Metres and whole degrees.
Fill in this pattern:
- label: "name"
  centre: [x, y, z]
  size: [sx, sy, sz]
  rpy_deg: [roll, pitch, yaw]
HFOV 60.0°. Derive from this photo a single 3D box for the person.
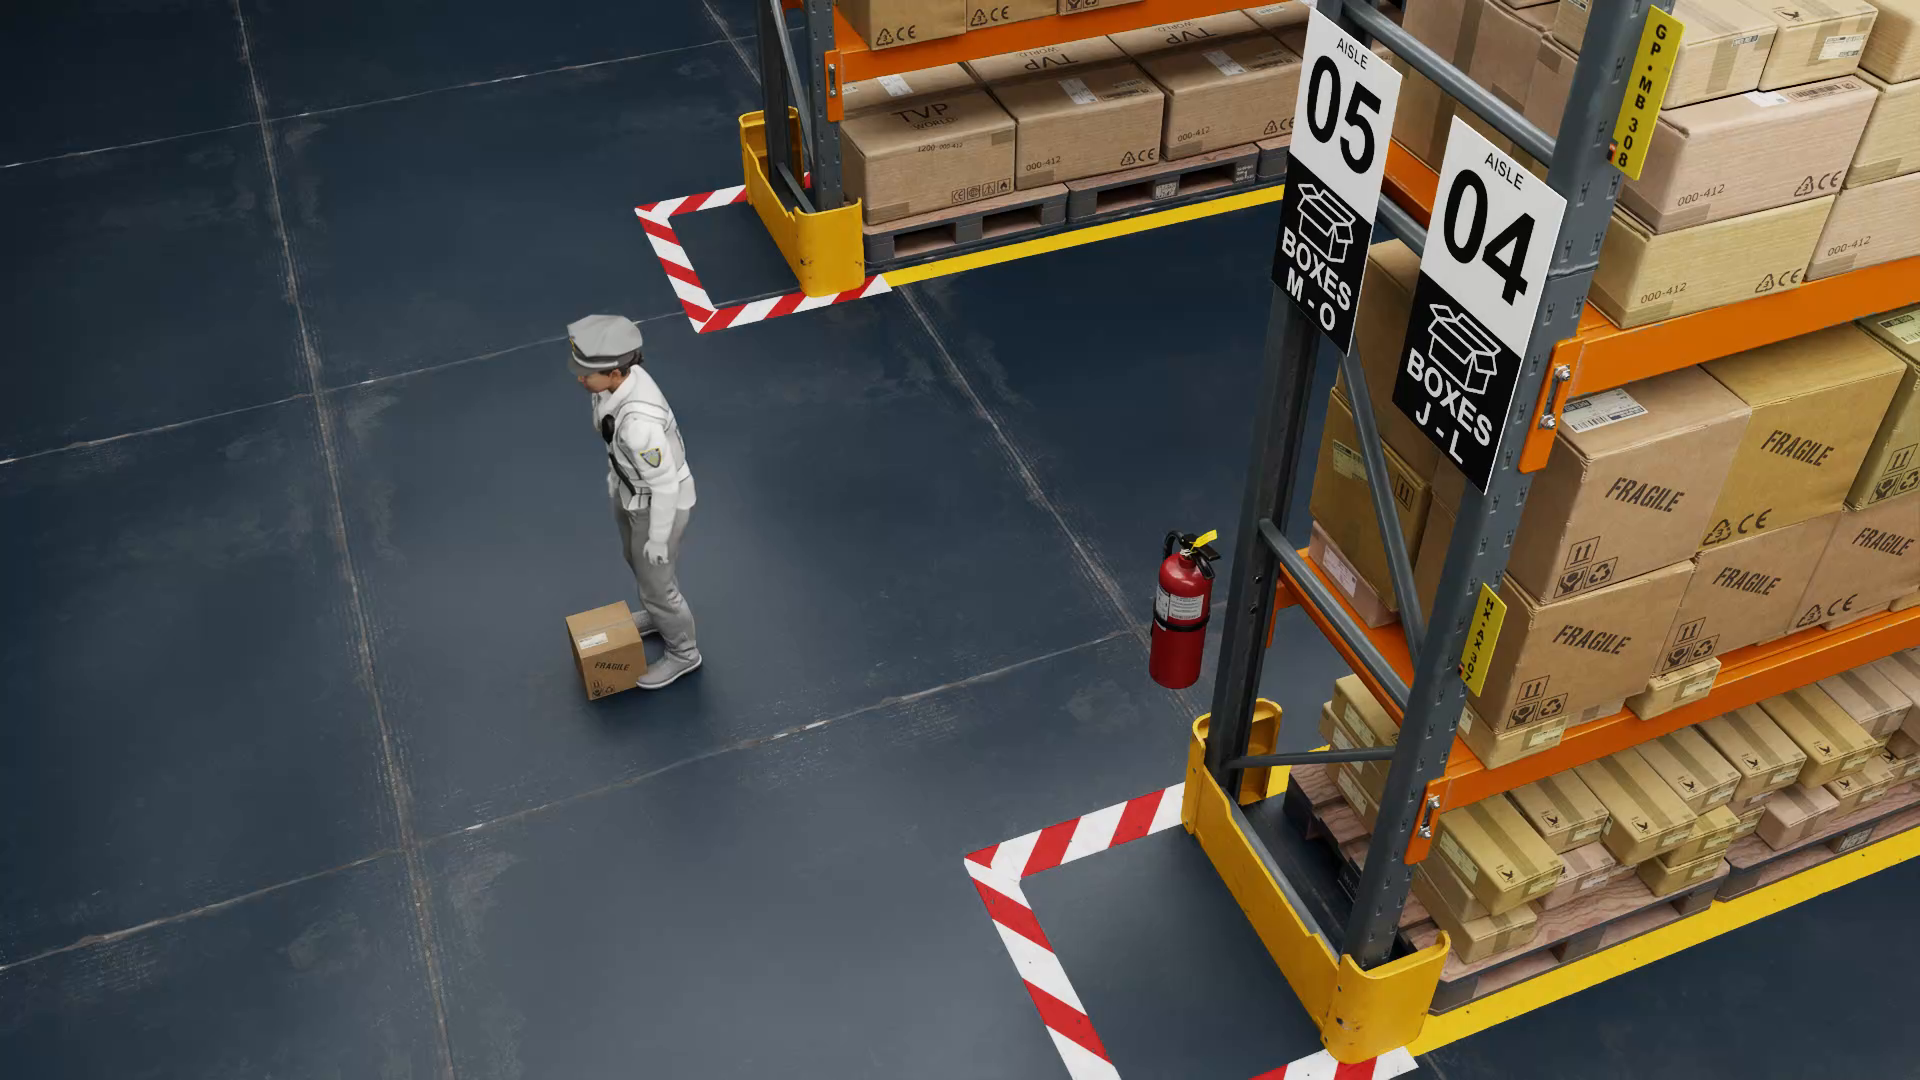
- label: "person"
  centre: [-1.200, -0.141, 6.312]
  size: [0.372, 1.666, 0.547]
  rpy_deg: [-18, 45, -19]
